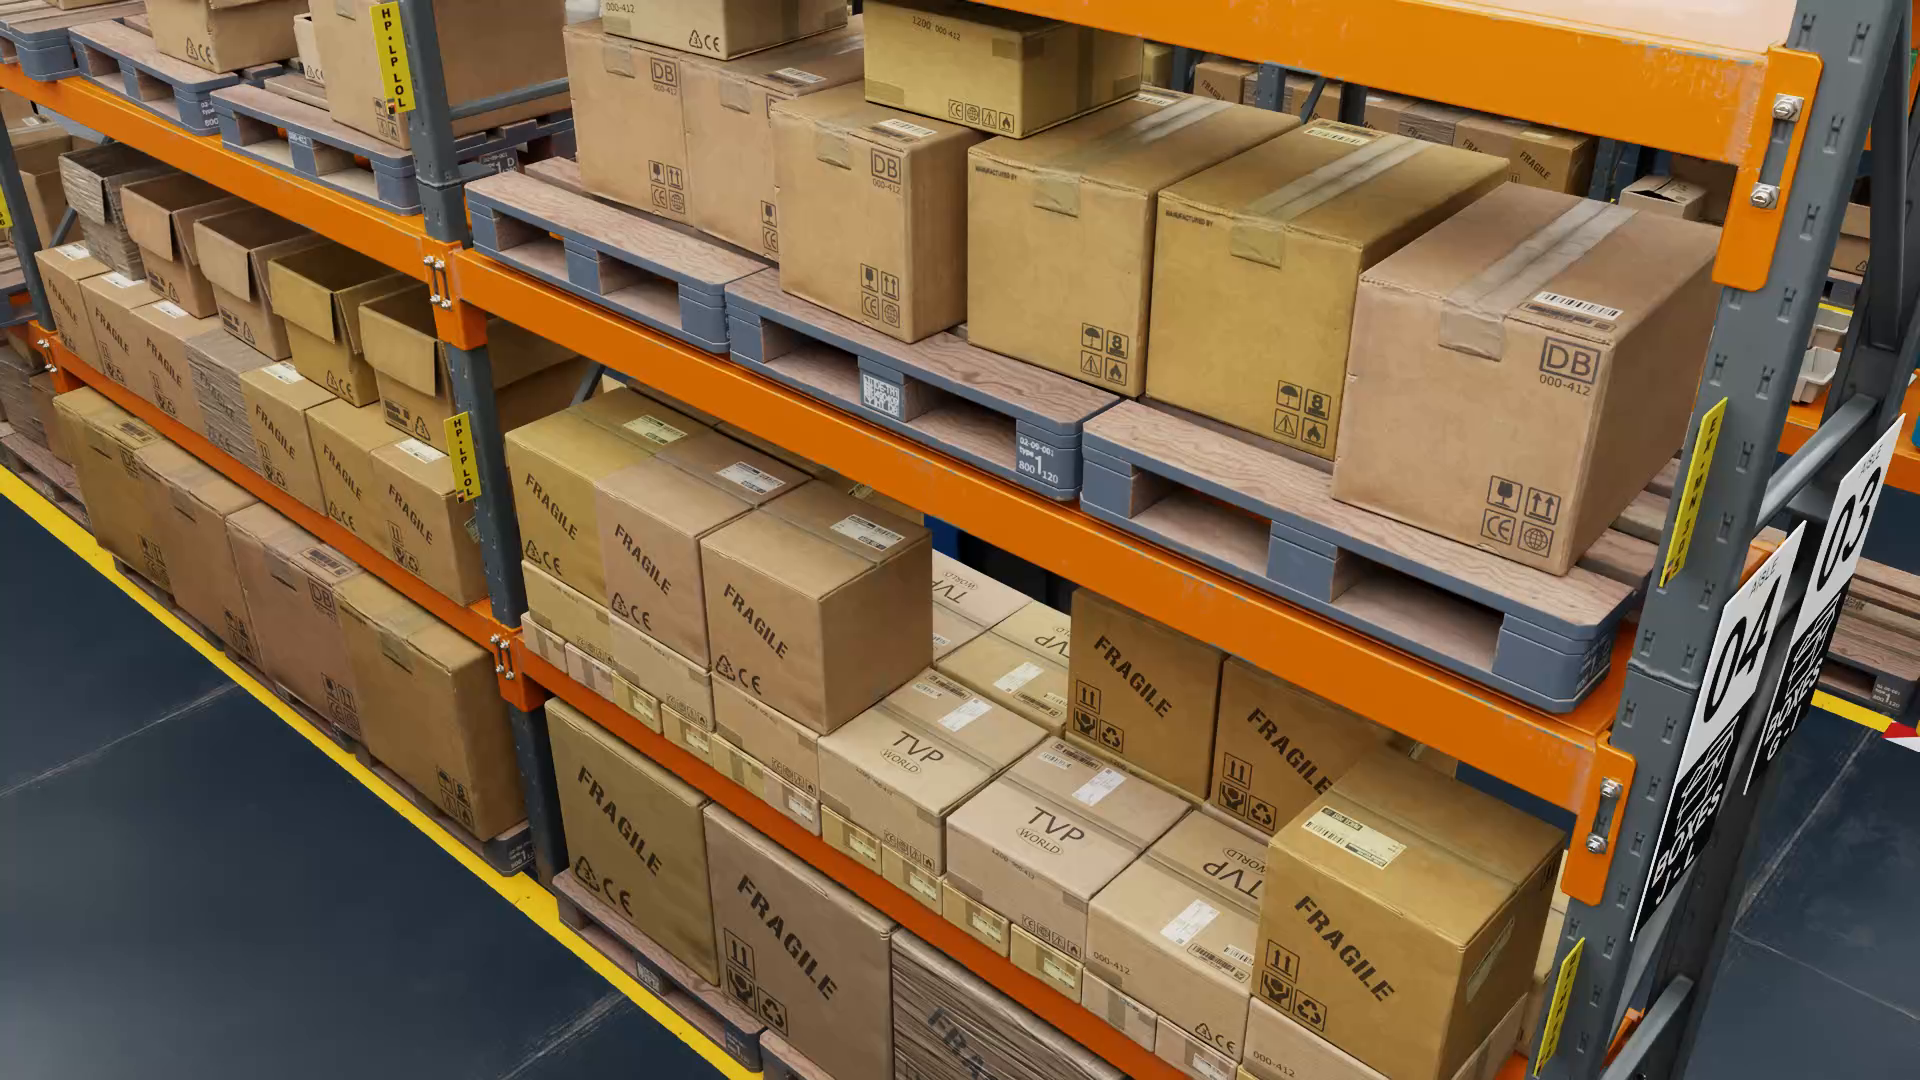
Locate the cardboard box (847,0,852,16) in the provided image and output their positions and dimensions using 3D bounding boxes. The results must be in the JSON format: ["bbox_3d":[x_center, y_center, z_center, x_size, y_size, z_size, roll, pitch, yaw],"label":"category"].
[{"bbox_3d":[-1.137,-5.668,18.016,0.500,0.250,0.500,25,39,35],"label":"cardboard box"}]

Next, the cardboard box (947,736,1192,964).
[{"bbox_3d":[0.310,0.869,4.754,0.500,0.250,0.500,24,38,34],"label":"cardboard box"}]

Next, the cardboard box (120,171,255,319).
[{"bbox_3d":[-3.318,-1.405,7.606,0.637,0.503,0.797,26,40,36],"label":"cardboard box"}]

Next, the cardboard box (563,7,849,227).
[{"bbox_3d":[-0.744,-1.336,5.052,0.500,0.500,0.700,22,38,32],"label":"cardboard box"}]

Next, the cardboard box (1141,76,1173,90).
[{"bbox_3d":[1.766,-4.296,15.736,0.500,0.250,0.500,26,40,36],"label":"cardboard box"}]

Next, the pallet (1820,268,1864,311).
[{"bbox_3d":[6.703,-1.965,12.310,1.213,0.211,1.003,25,39,35],"label":"pallet"}]

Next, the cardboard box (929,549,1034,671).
[{"bbox_3d":[-0.098,0.310,5.683,0.500,0.250,0.500,26,40,36],"label":"cardboard box"}]

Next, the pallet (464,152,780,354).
[{"bbox_3d":[-0.765,-0.994,5.170,1.213,0.211,1.003,25,39,35],"label":"pallet"}]

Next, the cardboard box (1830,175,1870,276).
[{"bbox_3d":[6.682,-2.291,12.142,0.637,0.503,0.797,25,39,35],"label":"cardboard box"}]

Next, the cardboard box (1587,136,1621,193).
[{"bbox_3d":[5.090,-3.199,13.652,0.500,0.500,0.500,23,38,33],"label":"cardboard box"}]

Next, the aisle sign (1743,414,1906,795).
[{"bbox_3d":[1.856,0.147,3.577,0.004,0.787,0.394,25,39,35],"label":"aisle sign"}]

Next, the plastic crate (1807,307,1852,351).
[{"bbox_3d":[4.277,-1.045,8.275,0.298,0.136,0.250,25,39,35],"label":"plastic crate"}]

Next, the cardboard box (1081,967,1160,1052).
[{"bbox_3d":[0.551,1.197,4.596,0.250,0.149,0.380,26,40,36],"label":"cardboard box"}]

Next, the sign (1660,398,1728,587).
[{"bbox_3d":[1.226,-0.077,2.780,0.005,0.325,0.100,25,39,35],"label":"sign"}]

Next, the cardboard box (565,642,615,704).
[{"bbox_3d":[-1.174,0.394,5.930,0.250,0.149,0.380,24,38,34],"label":"cardboard box"}]

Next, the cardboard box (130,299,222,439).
[{"bbox_3d":[-3.387,-0.835,7.632,0.500,0.500,0.500,24,39,34],"label":"cardboard box"}]

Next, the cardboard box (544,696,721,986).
[{"bbox_3d":[-0.929,0.956,6.407,0.875,0.875,0.875,25,39,35],"label":"cardboard box"}]

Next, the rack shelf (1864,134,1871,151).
[{"bbox_3d":[6.768,-2.820,11.724,4.000,0.370,1.077,25,39,35],"label":"rack shelf"}]

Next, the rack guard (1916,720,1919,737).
[{"bbox_3d":[4.951,0.531,7.883,0.348,0.500,1.175,25,39,35],"label":"rack guard"}]

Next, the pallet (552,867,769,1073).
[{"bbox_3d":[-0.854,1.454,6.630,1.213,0.211,1.003,25,39,35],"label":"pallet"}]

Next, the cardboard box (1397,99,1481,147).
[{"bbox_3d":[3.995,-3.347,13.899,0.500,0.500,0.500,26,39,36],"label":"cardboard box"}]

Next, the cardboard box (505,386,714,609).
[{"bbox_3d":[-1.181,-0.155,5.728,0.500,0.500,0.500,25,39,35],"label":"cardboard box"}]

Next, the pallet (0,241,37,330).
[{"bbox_3d":[-4.930,-1.542,9.089,1.003,0.211,1.213,25,39,35],"label":"pallet"}]

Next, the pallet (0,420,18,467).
[{"bbox_3d":[-5.809,-0.917,10.568,1.213,0.211,1.003,25,39,35],"label":"pallet"}]

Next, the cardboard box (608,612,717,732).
[{"bbox_3d":[-0.827,0.340,5.634,0.500,0.250,0.500,25,39,35],"label":"cardboard box"}]

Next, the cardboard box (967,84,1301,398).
[{"bbox_3d":[0.427,-0.761,4.096,0.500,0.500,0.700,22,37,32],"label":"cardboard box"}]

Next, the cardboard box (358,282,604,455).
[{"bbox_3d":[-1.844,-0.724,6.475,0.637,0.503,0.797,24,38,34],"label":"cardboard box"}]

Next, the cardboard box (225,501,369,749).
[{"bbox_3d":[-2.516,0.174,7.706,0.875,0.875,1.225,24,38,34],"label":"cardboard box"}]

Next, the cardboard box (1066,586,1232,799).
[{"bbox_3d":[0.667,0.347,4.895,0.500,0.500,0.500,24,38,34],"label":"cardboard box"}]

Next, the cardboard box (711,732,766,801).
[{"bbox_3d":[-0.592,0.664,5.482,0.250,0.149,0.380,24,39,34],"label":"cardboard box"}]

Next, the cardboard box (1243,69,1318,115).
[{"bbox_3d":[2.857,-3.877,14.778,0.500,0.500,0.500,23,38,33],"label":"cardboard box"}]

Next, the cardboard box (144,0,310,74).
[{"bbox_3d":[-2.802,-2.228,6.628,0.637,0.503,0.797,24,39,34],"label":"cardboard box"}]

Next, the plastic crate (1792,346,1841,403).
[{"bbox_3d":[3.993,-0.775,7.826,0.243,0.136,0.396,25,39,35],"label":"plastic crate"}]

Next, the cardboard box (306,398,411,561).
[{"bbox_3d":[-2.257,-0.308,6.756,0.500,0.500,0.500,26,40,36],"label":"cardboard box"}]

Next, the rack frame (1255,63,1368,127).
[{"bbox_3d":[1.959,-1.928,9.544,0.127,3.000,1.000,25,39,35],"label":"rack frame"}]

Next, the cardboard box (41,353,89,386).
[{"bbox_3d":[-4.847,-1.077,9.401,0.500,0.250,0.500,27,40,37],"label":"cardboard box"}]

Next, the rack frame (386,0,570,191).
[{"bbox_3d":[-1.365,-2.604,4.850,0.127,3.000,1.000,25,39,35],"label":"rack frame"}]

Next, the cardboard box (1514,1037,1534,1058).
[{"bbox_3d":[1.559,1.209,4.576,0.250,0.149,0.380,26,39,36],"label":"cardboard box"}]

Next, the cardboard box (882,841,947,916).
[{"bbox_3d":[-0.017,0.932,5.037,0.250,0.149,0.380,26,40,36],"label":"cardboard box"}]

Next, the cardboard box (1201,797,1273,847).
[{"bbox_3d":[1.036,0.841,4.802,0.500,0.250,0.500,24,39,35],"label":"cardboard box"}]

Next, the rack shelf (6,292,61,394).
[{"bbox_3d":[-5.813,-1.802,10.032,4.000,0.370,1.077,25,39,35],"label":"rack shelf"}]

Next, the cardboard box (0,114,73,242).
[{"bbox_3d":[-5.239,-1.967,9.105,0.700,0.500,0.500,-23,38,-33],"label":"cardboard box"}]

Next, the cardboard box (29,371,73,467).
[{"bbox_3d":[-4.841,-0.760,9.601,0.500,0.500,0.700,23,38,33],"label":"cardboard box"}]

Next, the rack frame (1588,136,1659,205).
[{"bbox_3d":[5.285,-3.820,12.688,0.127,3.000,1.000,25,39,35],"label":"rack frame"}]

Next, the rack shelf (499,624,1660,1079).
[{"bbox_3d":[0.118,0.967,5.433,4.000,0.370,1.077,25,39,35],"label":"rack shelf"}]

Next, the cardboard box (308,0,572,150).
[{"bbox_3d":[-1.802,-1.738,5.817,0.500,0.500,0.700,26,40,36],"label":"cardboard box"}]

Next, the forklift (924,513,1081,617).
[{"bbox_3d":[0.666,-0.745,7.646,1.130,2.935,3.031,-21,37,-30],"label":"forklift"}]

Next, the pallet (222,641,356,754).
[{"bbox_3d":[-2.896,0.501,8.214,1.213,0.211,1.003,25,39,35],"label":"pallet"}]

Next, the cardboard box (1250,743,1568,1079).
[{"bbox_3d":[1.063,0.898,3.980,0.500,0.500,0.500,26,39,36],"label":"cardboard box"}]
